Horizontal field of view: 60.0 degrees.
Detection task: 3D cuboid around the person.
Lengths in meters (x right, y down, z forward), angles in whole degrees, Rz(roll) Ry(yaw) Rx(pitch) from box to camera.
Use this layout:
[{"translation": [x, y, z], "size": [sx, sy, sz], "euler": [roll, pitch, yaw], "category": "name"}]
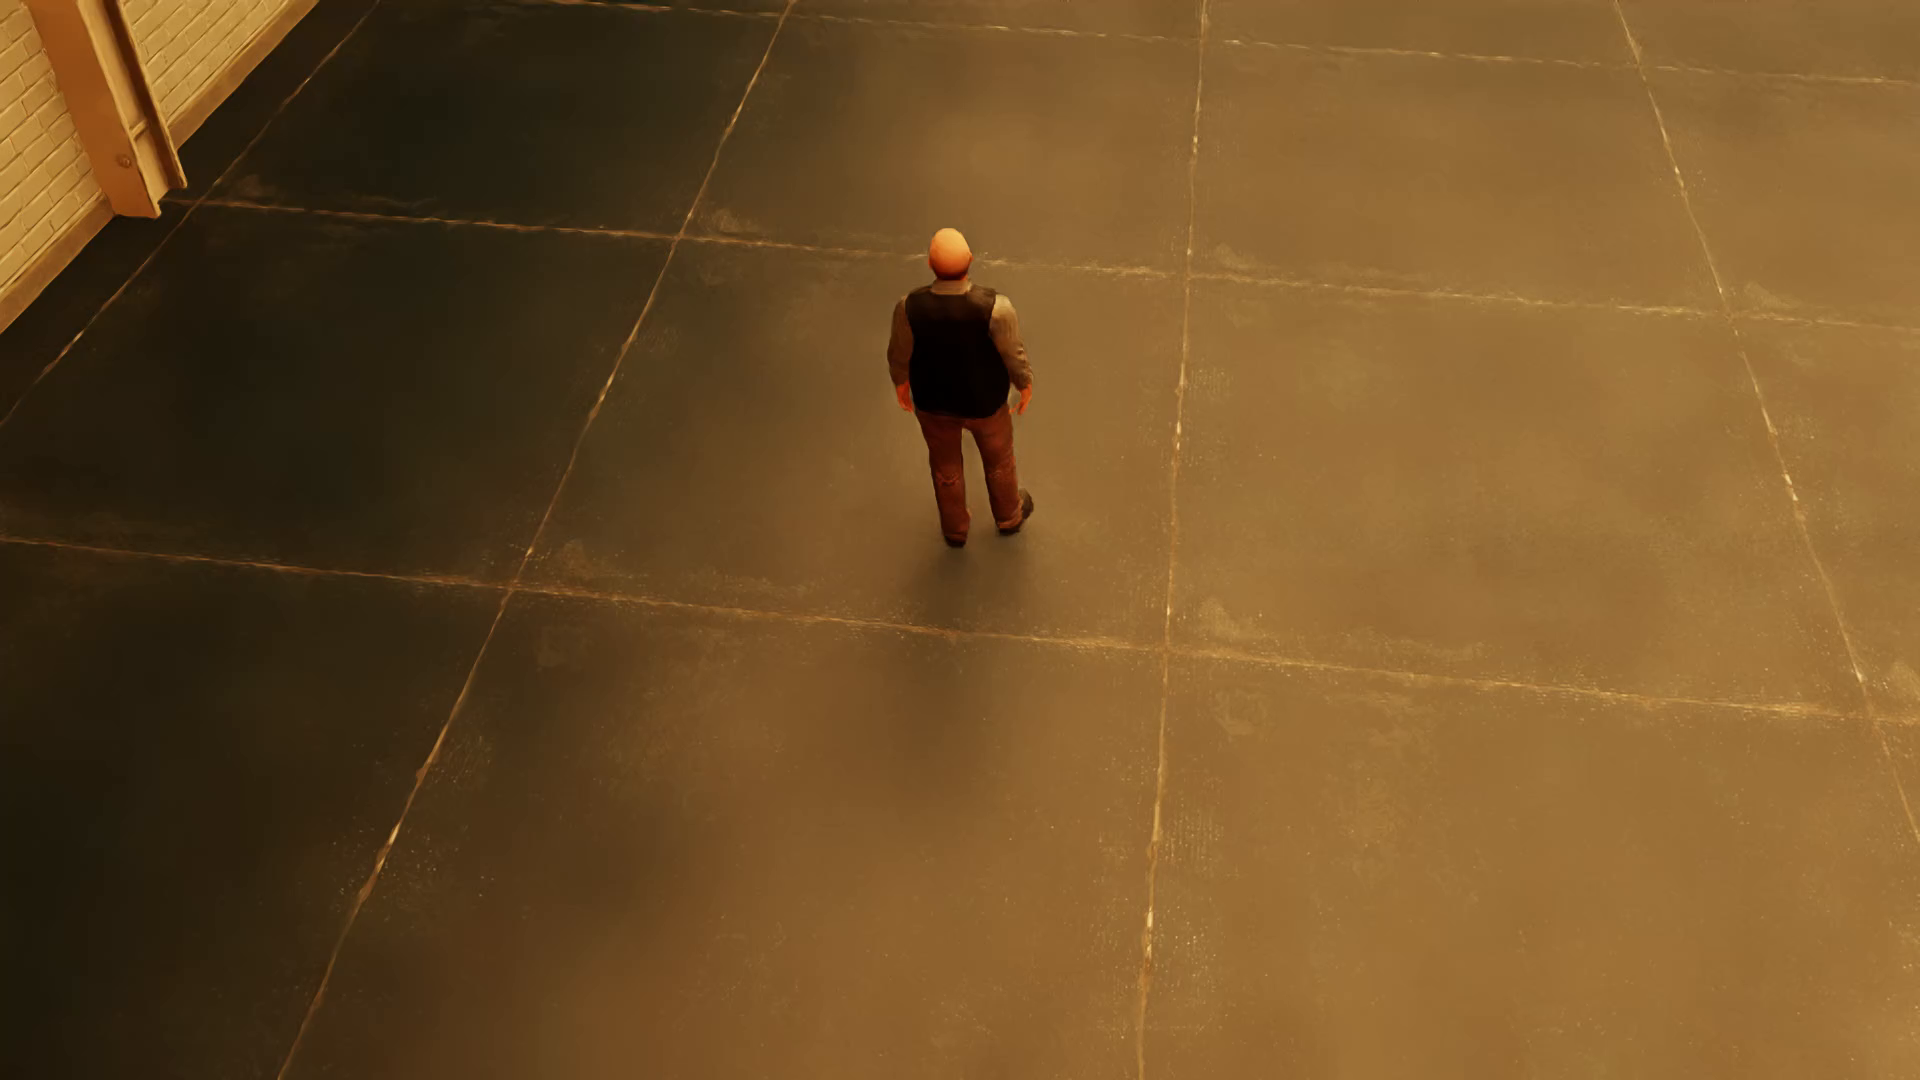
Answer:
[{"translation": [0.016, -0.680, 7.349], "size": [0.632, 1.720, 0.567], "euler": [5, 43, 6], "category": "person"}]
